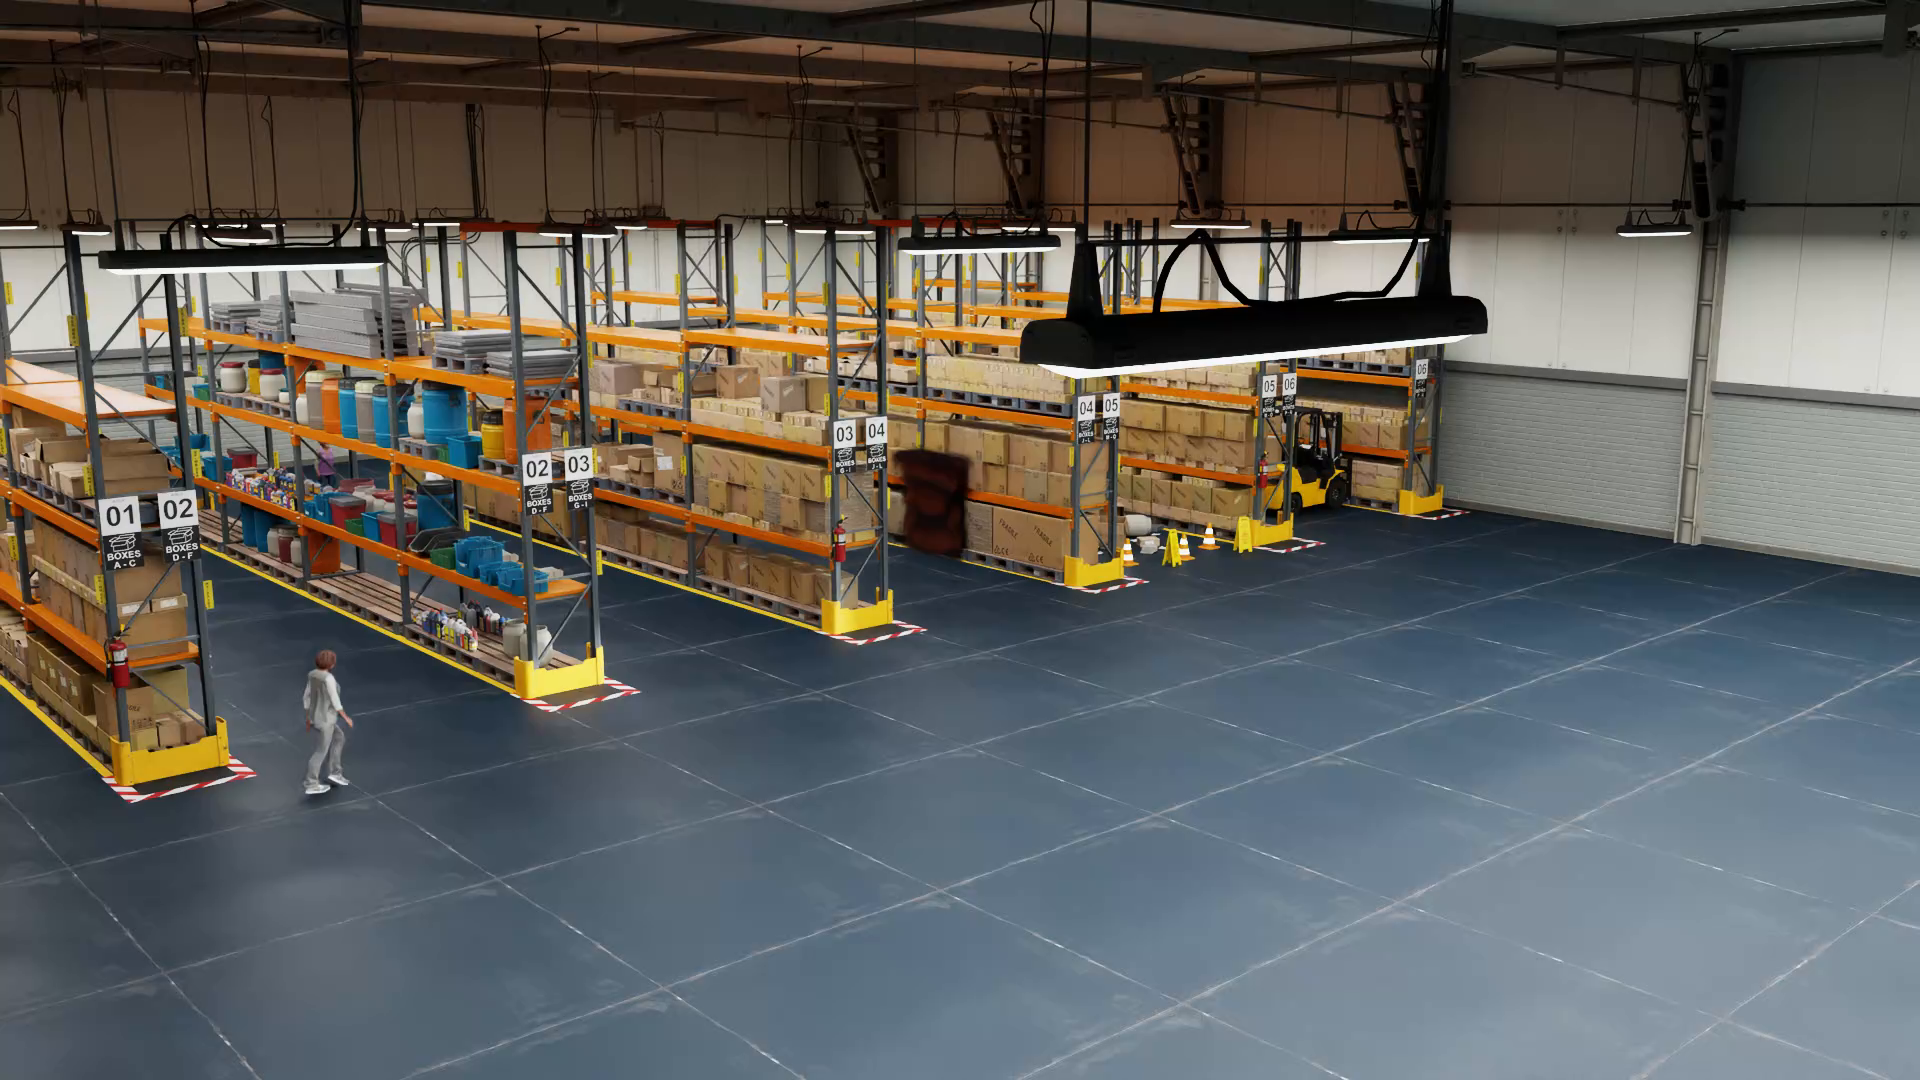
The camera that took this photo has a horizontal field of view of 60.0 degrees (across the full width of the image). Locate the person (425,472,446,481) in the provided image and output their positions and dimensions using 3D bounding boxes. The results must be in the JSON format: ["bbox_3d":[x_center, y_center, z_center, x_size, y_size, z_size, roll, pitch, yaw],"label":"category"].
[{"bbox_3d":[-9.949,-0.771,31.564,0.952,1.622,0.471,10,15,42],"label":"person"}]

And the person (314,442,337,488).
[{"bbox_3d":[-13.161,-1.350,34.480,0.479,1.592,0.454,10,15,42],"label":"person"}]

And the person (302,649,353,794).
[{"bbox_3d":[-6.895,1.982,18.035,0.558,1.617,0.423,-10,15,-40],"label":"person"}]
